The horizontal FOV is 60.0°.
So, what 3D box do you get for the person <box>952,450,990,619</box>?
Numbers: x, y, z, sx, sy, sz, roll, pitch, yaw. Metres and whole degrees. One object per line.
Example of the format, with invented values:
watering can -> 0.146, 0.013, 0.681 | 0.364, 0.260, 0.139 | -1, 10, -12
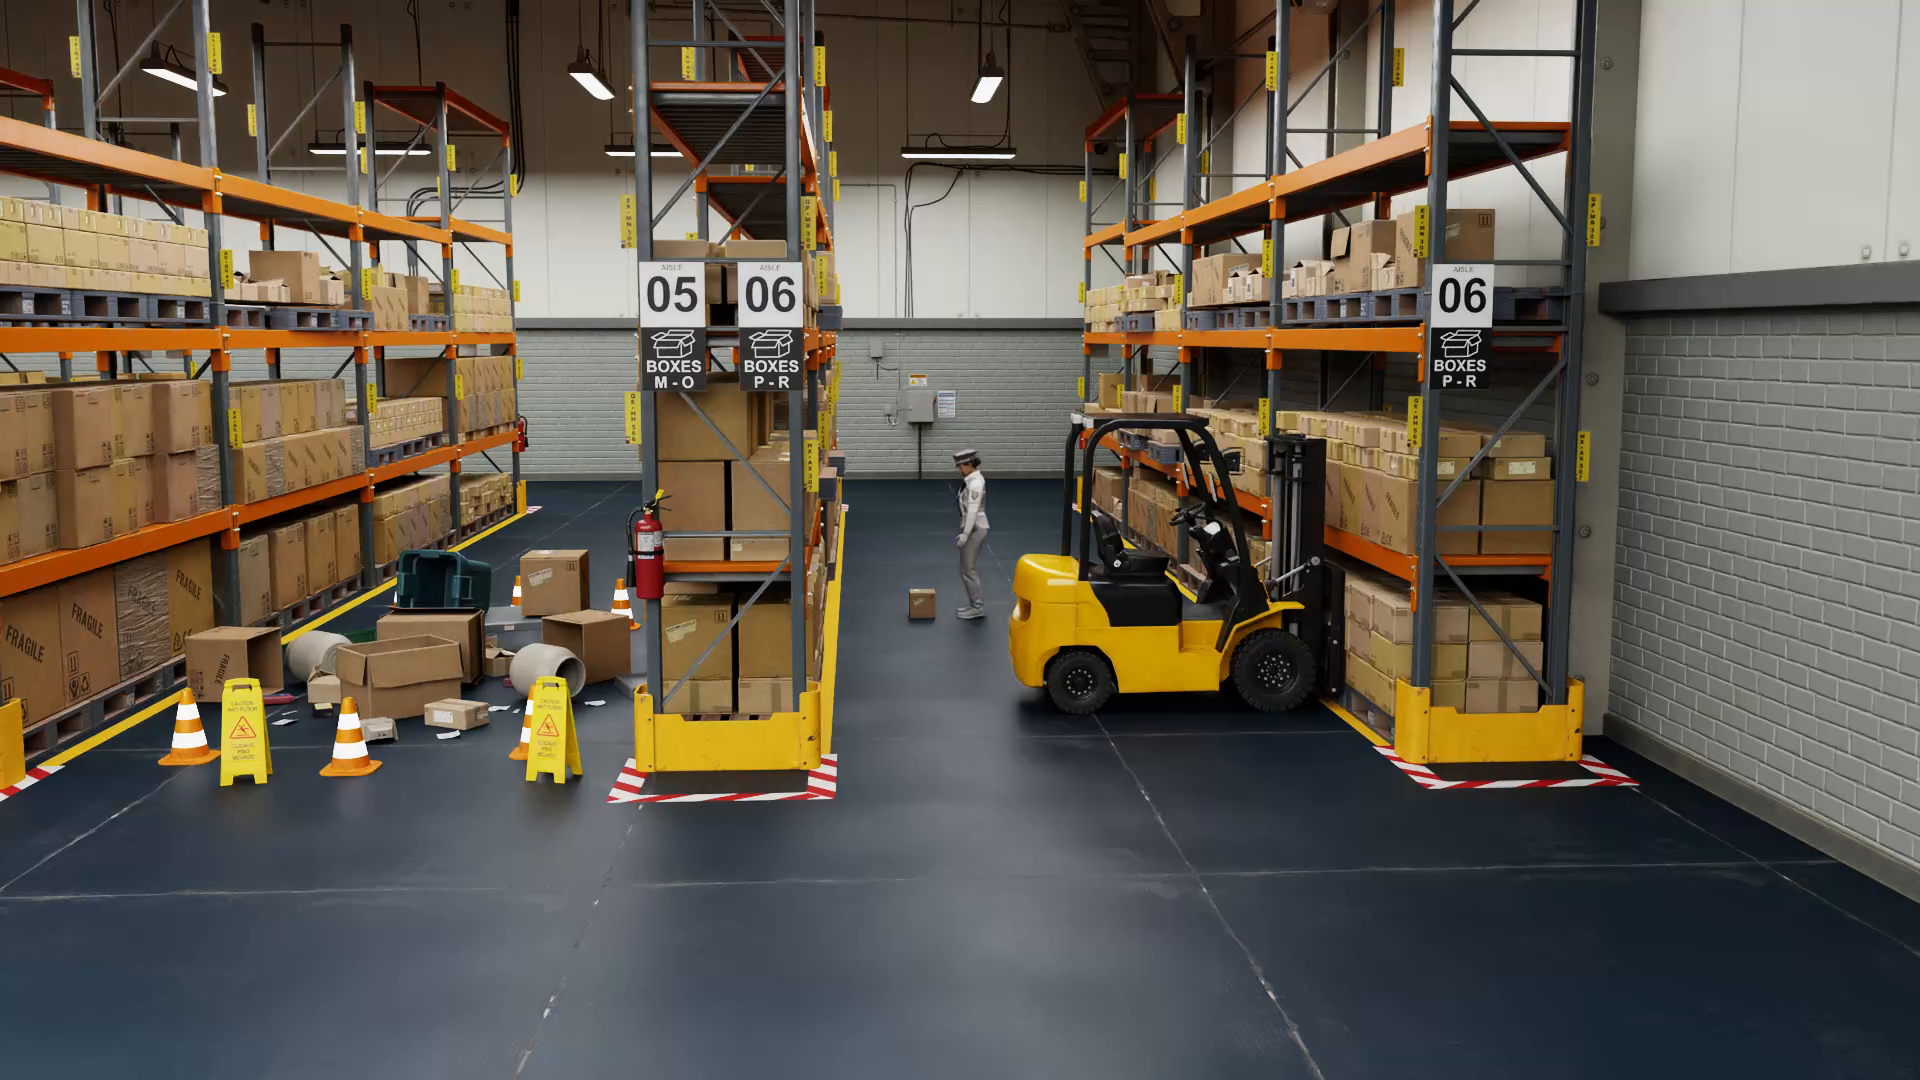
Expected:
person -> 0.107, -0.062, 16.343 | 0.366, 1.654, 0.482 | 0, 7, -2
